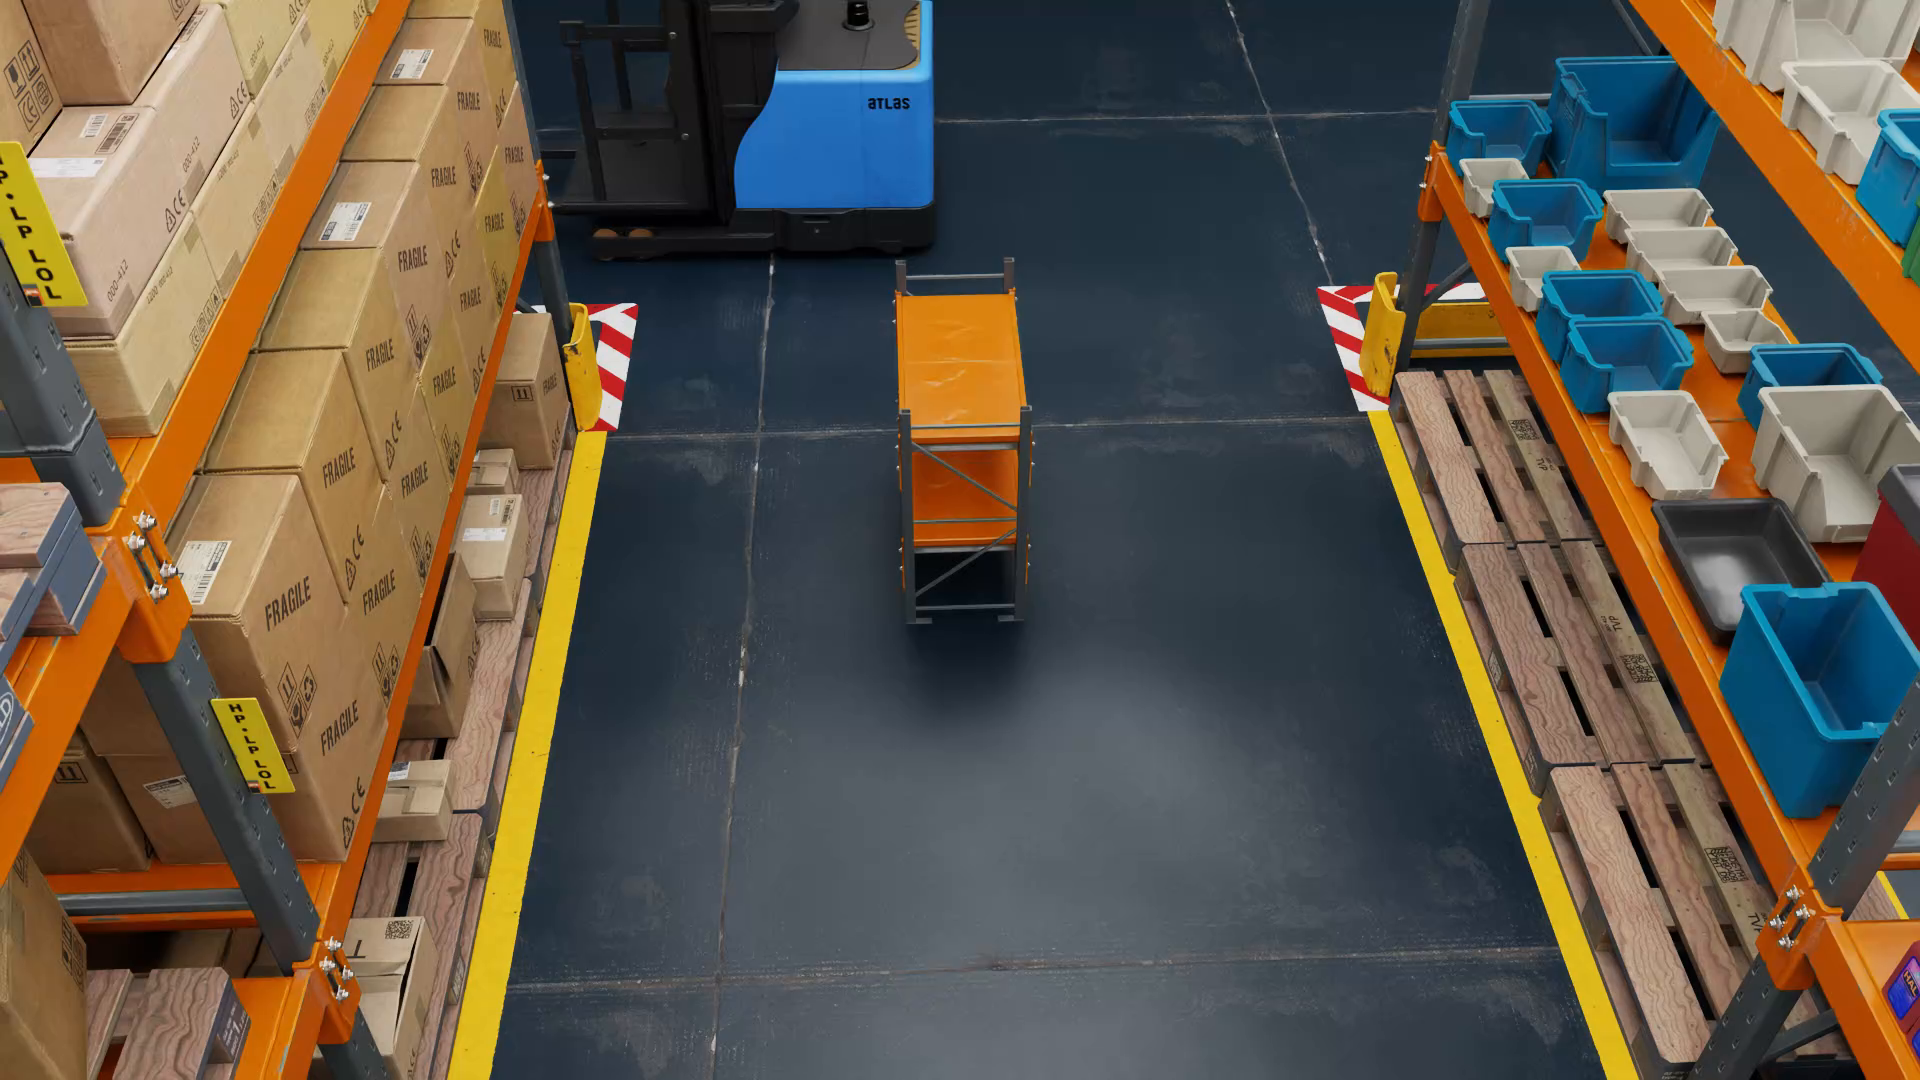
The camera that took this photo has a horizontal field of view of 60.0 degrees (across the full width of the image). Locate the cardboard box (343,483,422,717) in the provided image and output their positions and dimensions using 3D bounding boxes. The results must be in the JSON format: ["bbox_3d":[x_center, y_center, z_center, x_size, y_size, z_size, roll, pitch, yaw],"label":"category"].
[{"bbox_3d":[-1.944,0.185,4.904,0.500,0.500,0.500,-1,43,-1],"label":"cardboard box"}]

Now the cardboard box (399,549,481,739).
[{"bbox_3d":[-2.255,0.409,6.256,0.797,0.503,0.637,-2,43,-2],"label":"cardboard box"}]

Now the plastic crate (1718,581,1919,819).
[{"bbox_3d":[2.418,0.458,4.648,0.392,0.384,0.575,-2,43,-2],"label":"plastic crate"}]

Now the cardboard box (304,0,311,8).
[{"bbox_3d":[-1.997,-1.664,4.516,0.500,0.250,0.500,-2,43,-2],"label":"cardboard box"}]

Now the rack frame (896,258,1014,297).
[{"bbox_3d":[-0.022,-0.762,7.399,0.500,1.125,0.032,-2,43,-2],"label":"rack frame"}]

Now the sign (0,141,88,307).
[{"bbox_3d":[-1.616,-0.541,2.876,0.100,0.325,0.005,-2,43,-2],"label":"sign"}]

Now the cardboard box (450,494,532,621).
[{"bbox_3d":[-2.060,0.072,6.810,0.500,0.250,0.500,-2,43,-2],"label":"cardboard box"}]

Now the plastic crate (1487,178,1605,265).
[{"bbox_3d":[2.319,-1.261,6.635,0.416,0.233,0.300,-2,43,-2],"label":"plastic crate"}]

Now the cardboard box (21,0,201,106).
[{"bbox_3d":[-2.108,-1.261,3.522,0.700,0.500,0.500,-2,43,-2],"label":"cardboard box"}]

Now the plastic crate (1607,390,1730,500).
[{"bbox_3d":[2.405,-0.312,5.671,0.293,0.136,0.466,-2,43,-2],"label":"plastic crate"}]

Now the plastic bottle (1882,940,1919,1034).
[{"bbox_3d":[2.368,1.082,4.085,0.061,0.283,0.133,-2,43,-2],"label":"plastic bottle"}]

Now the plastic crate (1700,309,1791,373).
[{"bbox_3d":[2.890,-0.718,6.114,0.298,0.136,0.250,-2,43,-2],"label":"plastic crate"}]

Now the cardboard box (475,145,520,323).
[{"bbox_3d":[-2.023,-1.173,6.386,0.500,0.500,0.500,-1,43,-1],"label":"cardboard box"}]

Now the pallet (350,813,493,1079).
[{"bbox_3d":[-2.198,1.483,5.625,1.003,0.211,1.213,-2,43,-2],"label":"pallet"}]

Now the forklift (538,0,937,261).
[{"bbox_3d":[-1.649,-2.963,8.463,3.031,2.935,1.130,0,43,0],"label":"forklift"}]

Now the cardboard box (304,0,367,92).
[{"bbox_3d":[-2.005,-1.479,4.685,0.500,0.250,0.500,-2,43,-2],"label":"cardboard box"}]

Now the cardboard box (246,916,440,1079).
[{"bbox_3d":[-1.972,1.458,5.253,0.500,0.311,0.500,-2,43,-2],"label":"cardboard box"}]

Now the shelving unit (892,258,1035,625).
[{"bbox_3d":[0.000,-0.419,7.025,0.538,1.125,1.048,-2,43,-2],"label":"shelving unit"}]

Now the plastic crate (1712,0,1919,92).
[{"bbox_3d":[2.395,-1.478,4.660,0.437,0.282,0.530,-2,43,-2],"label":"plastic crate"}]

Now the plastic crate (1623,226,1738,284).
[{"bbox_3d":[2.822,-1.104,6.535,0.396,0.136,0.243,-2,43,-2],"label":"plastic crate"}]

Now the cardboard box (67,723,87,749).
[{"bbox_3d":[-2.450,0.180,4.170,0.500,0.500,0.500,-1,43,-2],"label":"cardboard box"}]

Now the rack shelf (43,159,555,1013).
[{"bbox_3d":[-2.255,-0.166,5.893,1.077,0.370,4.000,-2,43,-2],"label":"rack shelf"}]

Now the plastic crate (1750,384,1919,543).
[{"bbox_3d":[2.898,-0.235,5.480,0.437,0.282,0.530,-2,43,-2],"label":"plastic crate"}]

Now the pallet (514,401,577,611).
[{"bbox_3d":[-2.302,-0.164,7.422,1.003,0.211,1.213,-2,43,-2],"label":"pallet"}]

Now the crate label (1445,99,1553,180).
[{"bbox_3d":[2.291,-1.705,7.120,0.416,0.233,0.303,-2,43,-2],"label":"crate label"}]

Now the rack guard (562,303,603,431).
[{"bbox_3d":[-2.337,-0.809,7.912,1.175,0.500,0.348,-2,43,-2],"label":"rack guard"}]

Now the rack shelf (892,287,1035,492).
[{"bbox_3d":[0.000,-0.635,6.827,0.538,0.278,1.000,-2,43,-2],"label":"rack shelf"}]

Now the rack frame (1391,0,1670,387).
[{"bbox_3d":[2.609,-1.921,7.275,1.000,3.000,0.127,-2,43,-2],"label":"rack frame"}]

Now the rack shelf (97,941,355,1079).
[{"bbox_3d":[-2.085,2.534,2.947,1.077,0.370,4.000,-2,43,-2],"label":"rack shelf"}]

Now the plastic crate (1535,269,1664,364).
[{"bbox_3d":[2.347,-0.816,6.150,0.416,0.233,0.300,-2,43,-2],"label":"plastic crate"}]

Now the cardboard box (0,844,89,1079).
[{"bbox_3d":[-2.373,1.054,3.646,0.700,0.500,0.500,-15,45,-16],"label":"cardboard box"}]

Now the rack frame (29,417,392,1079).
[{"bbox_3d":[-2.170,0.919,4.177,1.000,3.000,0.127,-2,43,-2],"label":"rack frame"}]

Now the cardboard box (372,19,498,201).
[{"bbox_3d":[-2.024,-1.553,6.060,0.500,0.500,0.500,-1,43,-1],"label":"cardboard box"}]

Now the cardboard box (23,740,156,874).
[{"bbox_3d":[-2.448,0.552,4.503,0.500,0.500,0.500,-1,43,-1],"label":"cardboard box"}]

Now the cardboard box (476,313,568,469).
[{"bbox_3d":[-2.071,-0.662,7.426,0.500,0.500,0.500,-2,43,-2],"label":"cardboard box"}]

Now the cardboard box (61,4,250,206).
[{"bbox_3d":[-1.966,-0.989,3.779,0.500,0.250,0.500,-2,43,-2],"label":"cardboard box"}]

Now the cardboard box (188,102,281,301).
[{"bbox_3d":[-1.961,-0.804,3.948,0.500,0.250,0.500,-2,43,-2],"label":"cardboard box"}]

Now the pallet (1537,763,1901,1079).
[{"bbox_3d":[2.709,1.312,5.812,1.003,0.211,1.213,-2,43,-2],"label":"pallet"}]

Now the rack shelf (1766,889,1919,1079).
[{"bbox_3d":[2.864,2.395,3.099,1.077,0.370,4.000,-2,43,-2],"label":"rack shelf"}]

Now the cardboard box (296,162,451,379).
[{"bbox_3d":[-1.976,-0.857,5.300,0.500,0.500,0.500,0,43,0],"label":"cardboard box"}]

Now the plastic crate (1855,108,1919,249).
[{"bbox_3d":[2.421,-0.870,4.033,0.416,0.233,0.300,-2,43,-2],"label":"plastic crate"}]

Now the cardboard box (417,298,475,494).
[{"bbox_3d":[-1.987,-0.496,5.647,0.500,0.500,0.500,-2,43,-2],"label":"cardboard box"}]

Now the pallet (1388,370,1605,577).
[{"bbox_3d":[2.605,-0.335,7.609,1.003,0.211,1.213,-2,43,-2],"label":"pallet"}]

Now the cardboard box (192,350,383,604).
[{"bbox_3d":[-1.931,-0.161,4.541,0.500,0.500,0.500,-3,43,-3],"label":"cardboard box"}]
